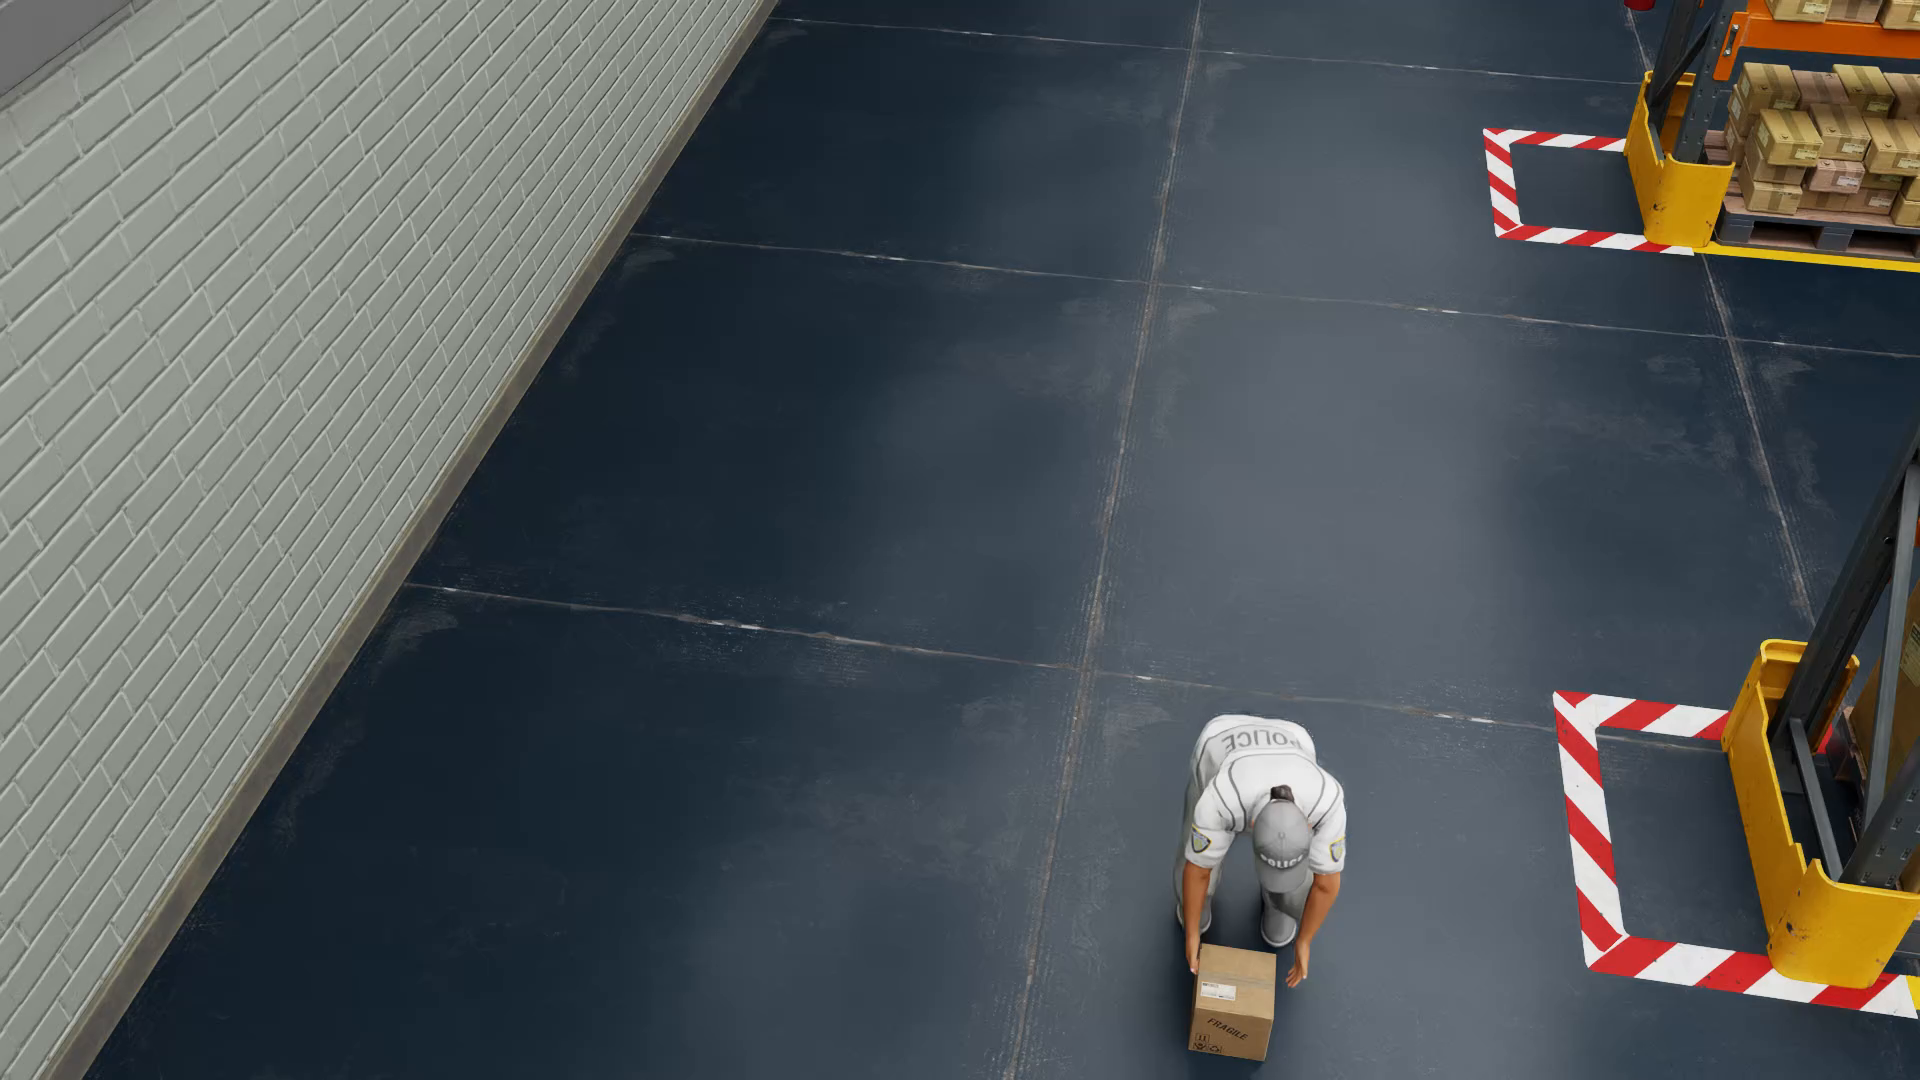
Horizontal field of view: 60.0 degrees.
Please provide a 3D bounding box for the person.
[{"bbox_3d":[0.987,0.990,5.511,0.527,1.016,0.844,7,41,8],"label":"person"}]
